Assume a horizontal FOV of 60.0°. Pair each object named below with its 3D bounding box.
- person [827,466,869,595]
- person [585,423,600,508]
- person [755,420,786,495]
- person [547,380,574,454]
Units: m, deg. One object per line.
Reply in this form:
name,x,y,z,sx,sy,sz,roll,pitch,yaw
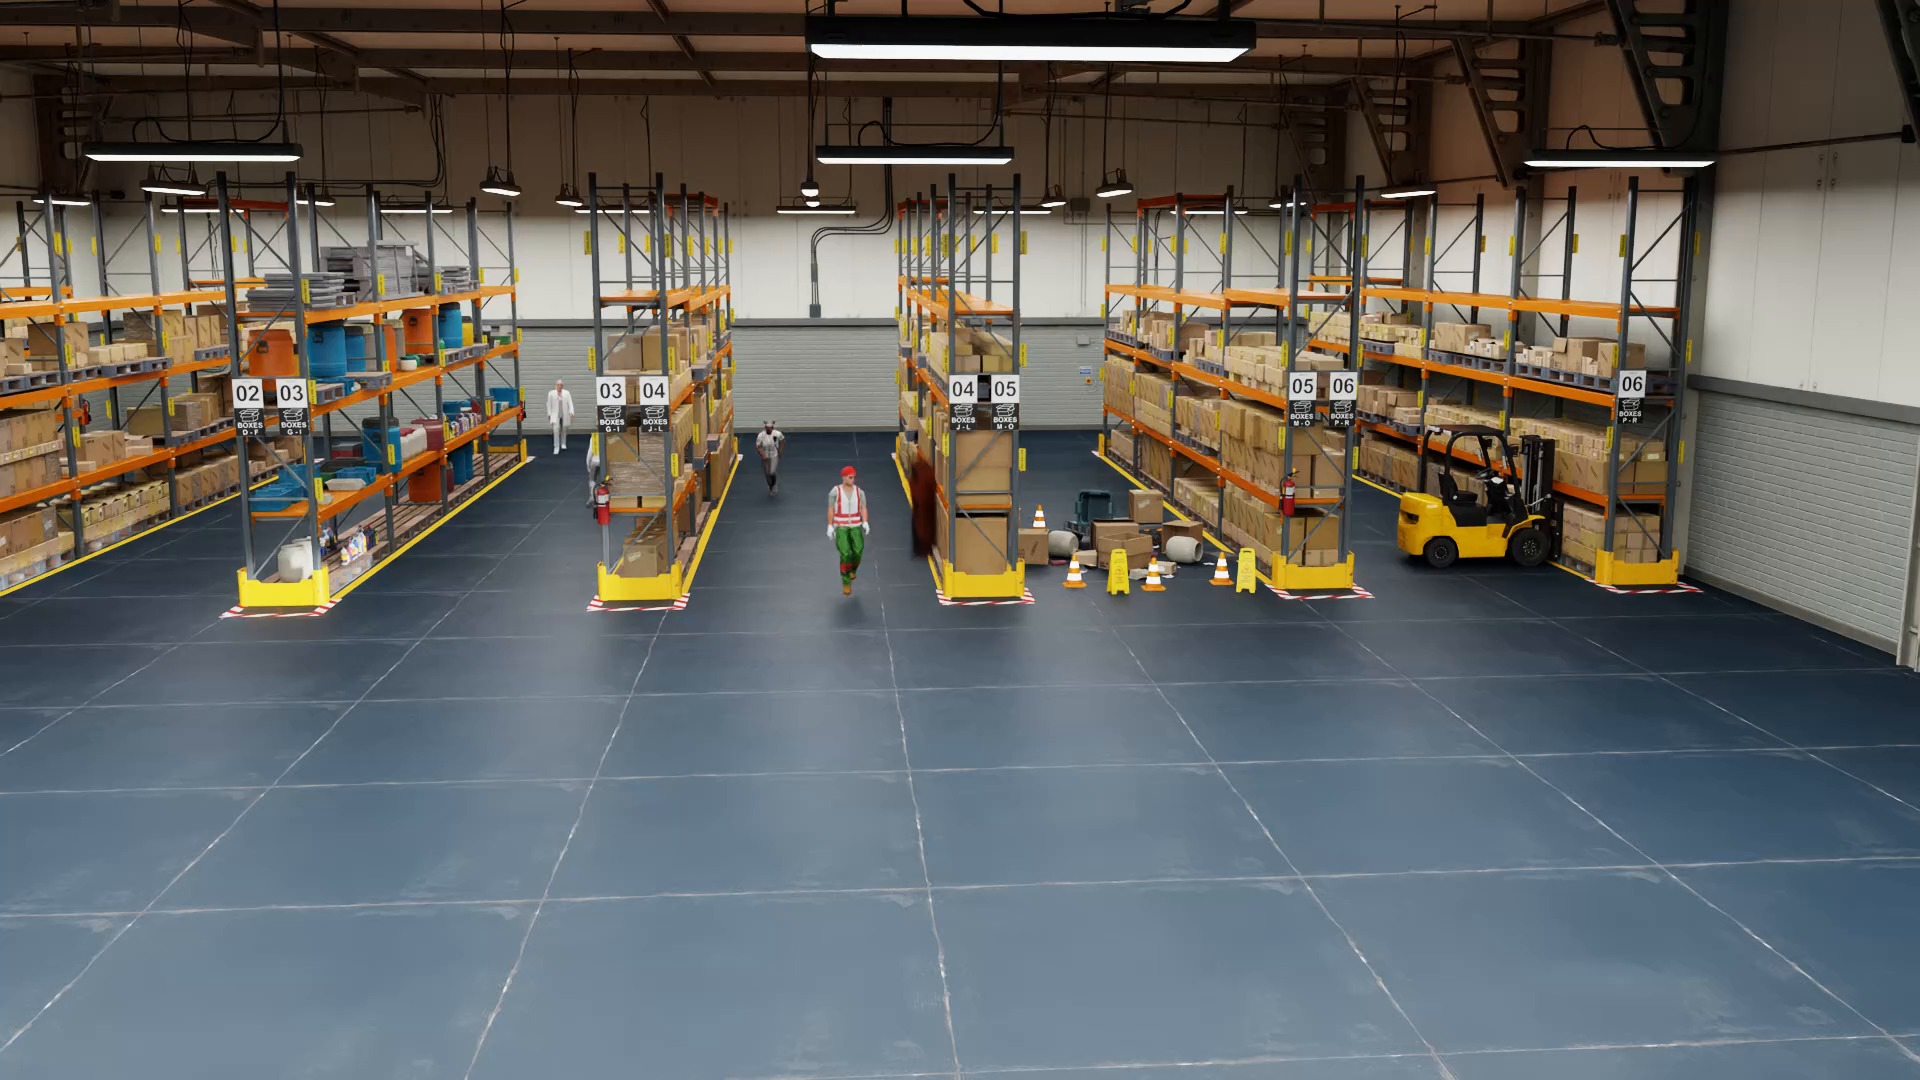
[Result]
person,-1.554,-0.151,23.665,0.563,1.764,0.676,-4,11,-20
person,-6.952,-1.451,32.053,0.581,1.679,0.382,-2,10,-9
person,-3.815,-1.666,33.614,0.573,1.577,0.728,1,10,4
person,-9.808,-3.054,40.875,0.628,1.747,1.036,-3,10,-17
